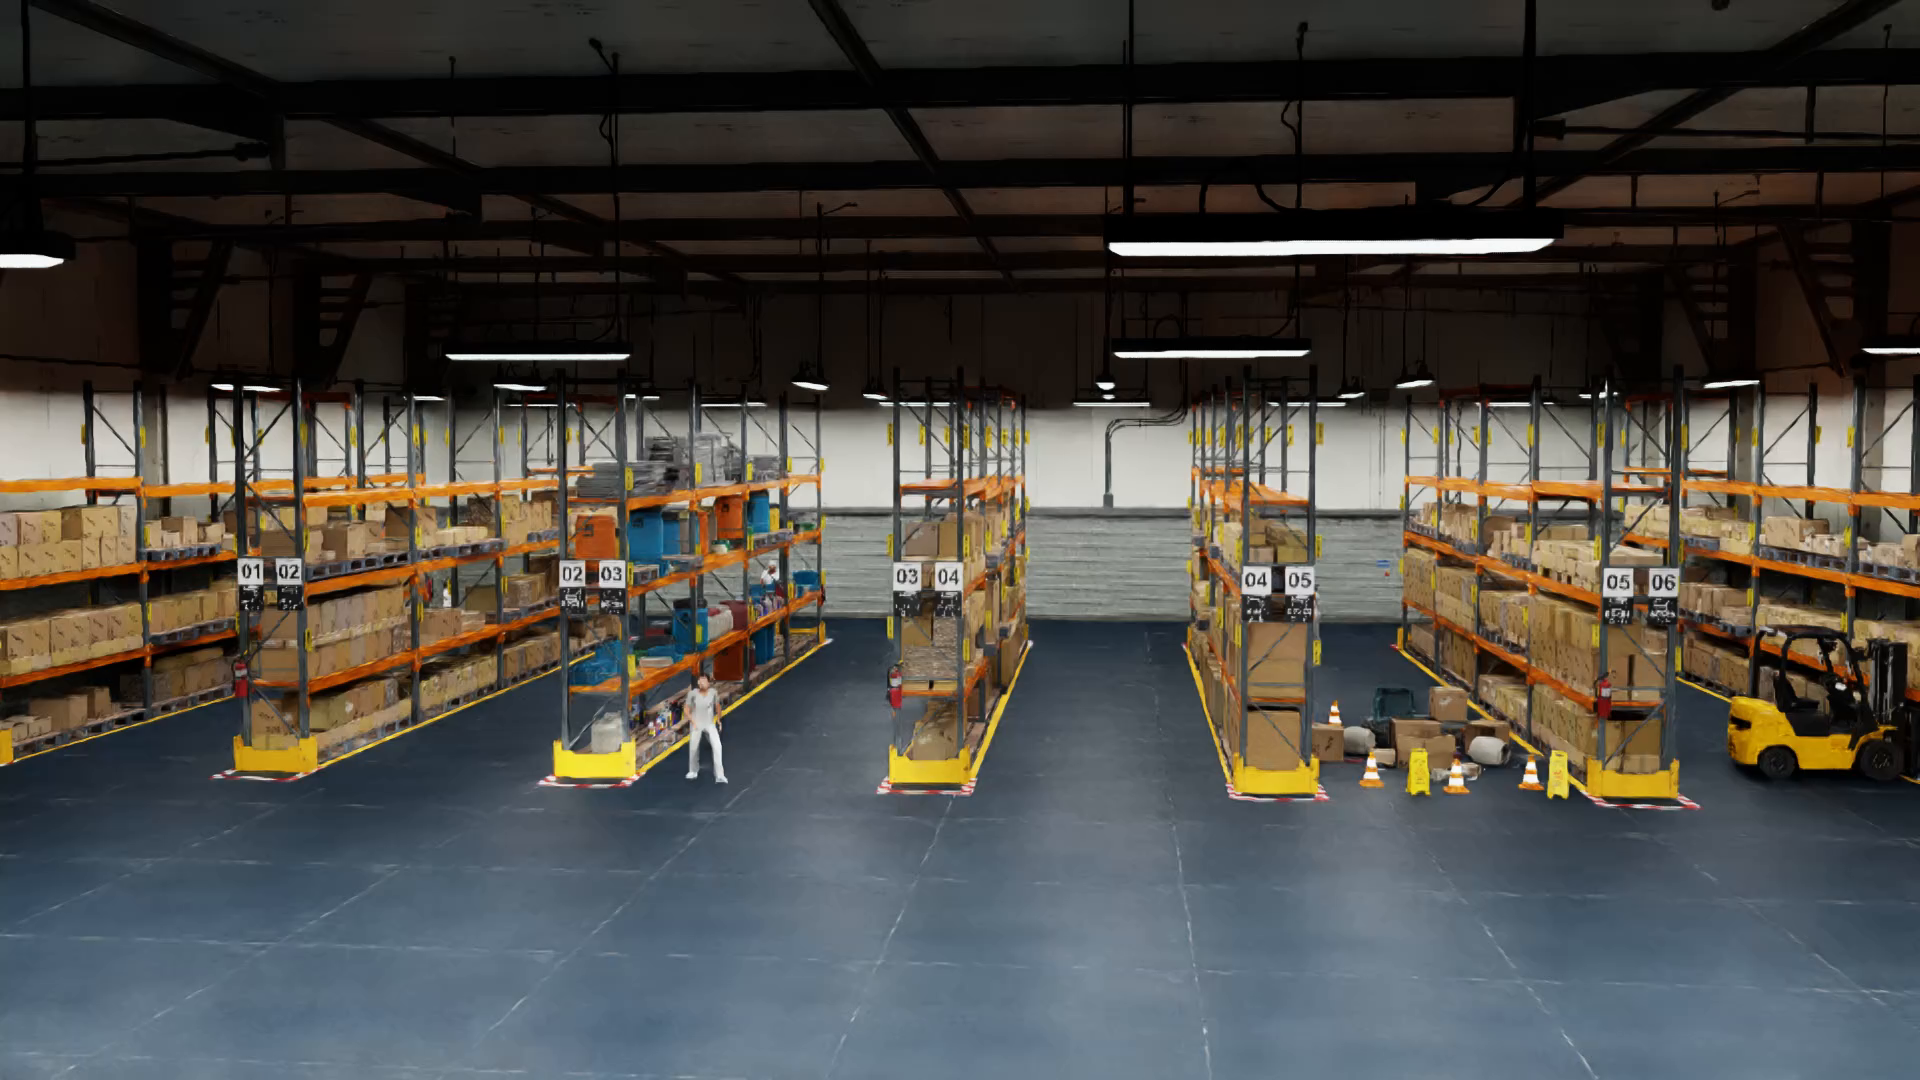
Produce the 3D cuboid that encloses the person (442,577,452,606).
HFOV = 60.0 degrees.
[{"bbox_3d":[-12.022,1.712,39.161,0.365,1.686,0.603,0,4,-4],"label":"person"}]

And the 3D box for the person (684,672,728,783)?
[{"bbox_3d":[-3.700,2.691,24.100,0.604,1.604,0.811,-1,4,-12],"label":"person"}]

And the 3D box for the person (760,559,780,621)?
[{"bbox_3d":[-5.036,1.372,44.796,0.719,1.714,0.578,0,4,4],"label":"person"}]

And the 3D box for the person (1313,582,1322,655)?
[{"bbox_3d":[8.070,1.786,38.122,0.525,1.669,0.565,1,4,23],"label":"person"}]
